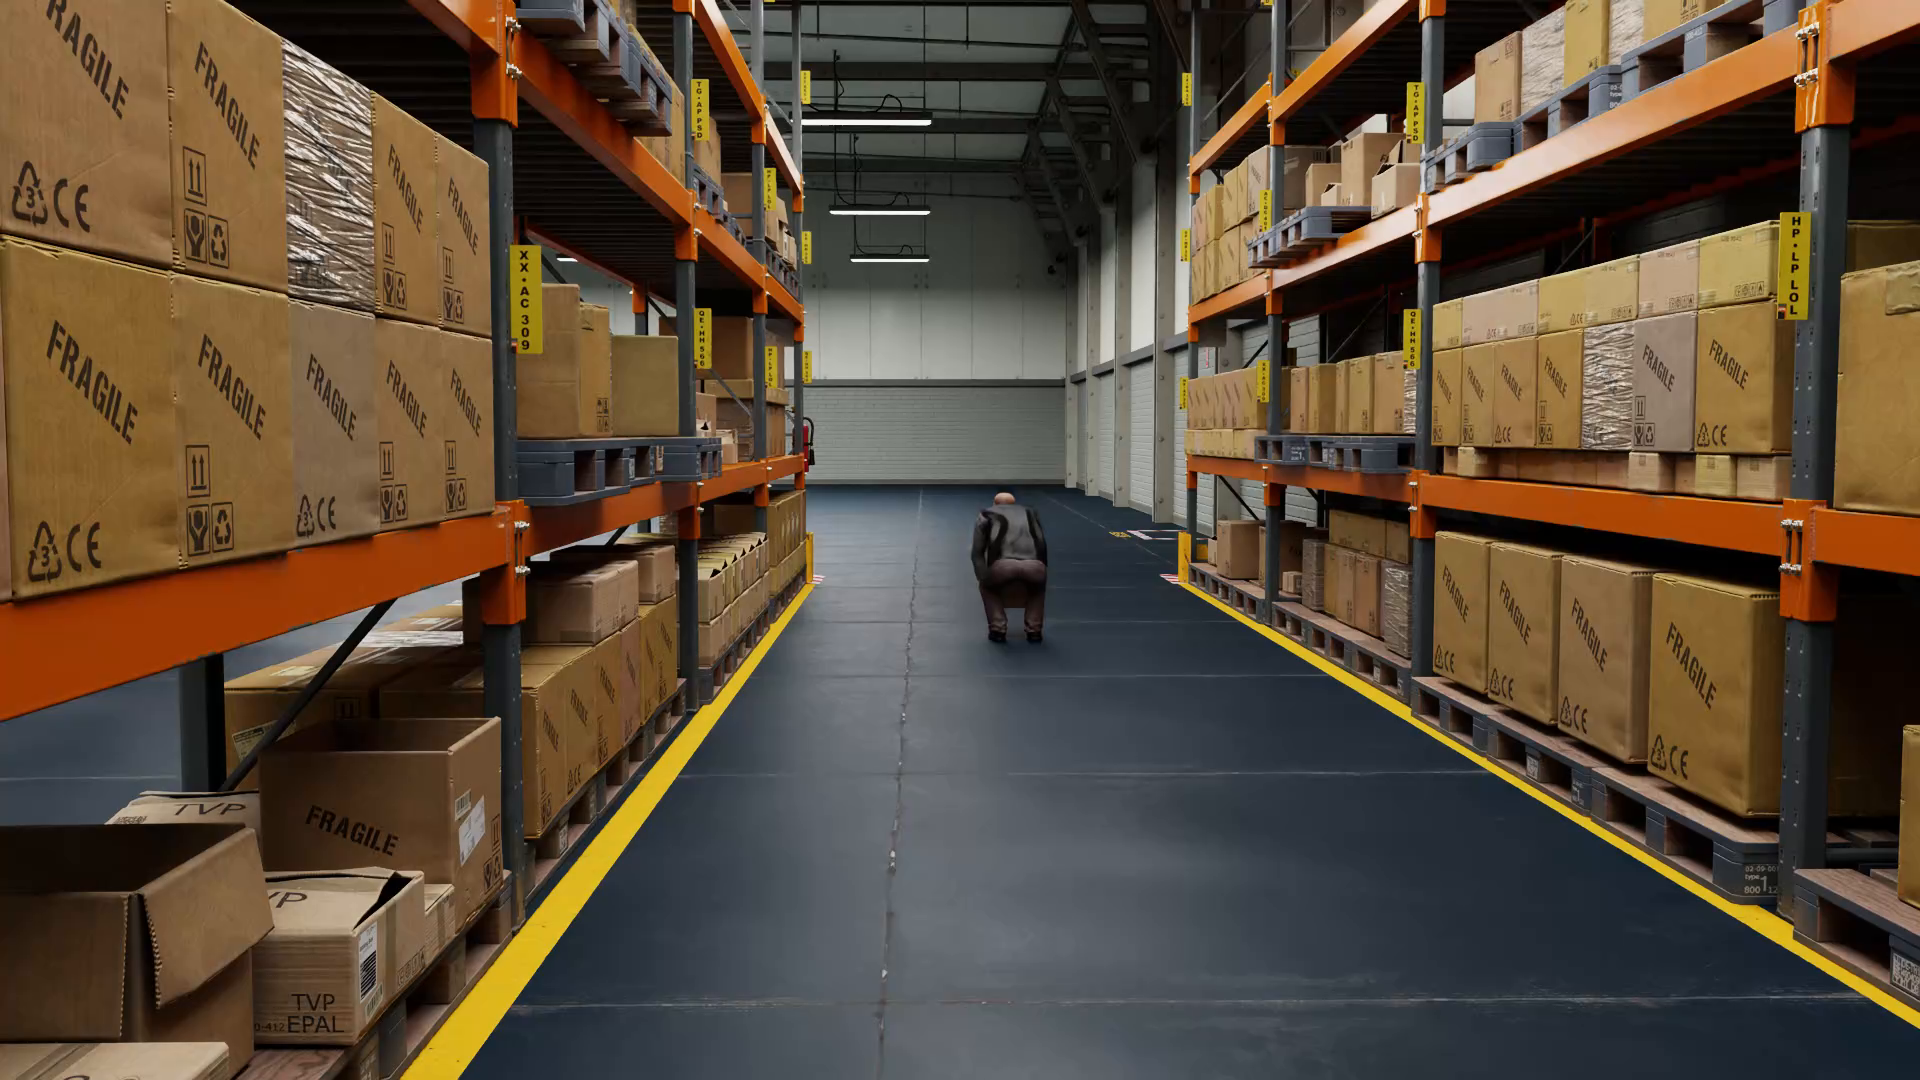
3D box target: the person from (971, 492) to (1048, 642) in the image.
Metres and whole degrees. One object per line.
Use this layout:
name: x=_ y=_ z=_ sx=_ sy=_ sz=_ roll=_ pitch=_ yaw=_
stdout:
person: x=0.368 y=0.196 z=12.365 sx=0.560 sy=1.083 sz=0.827 roll=0 pitch=4 yaw=-1
